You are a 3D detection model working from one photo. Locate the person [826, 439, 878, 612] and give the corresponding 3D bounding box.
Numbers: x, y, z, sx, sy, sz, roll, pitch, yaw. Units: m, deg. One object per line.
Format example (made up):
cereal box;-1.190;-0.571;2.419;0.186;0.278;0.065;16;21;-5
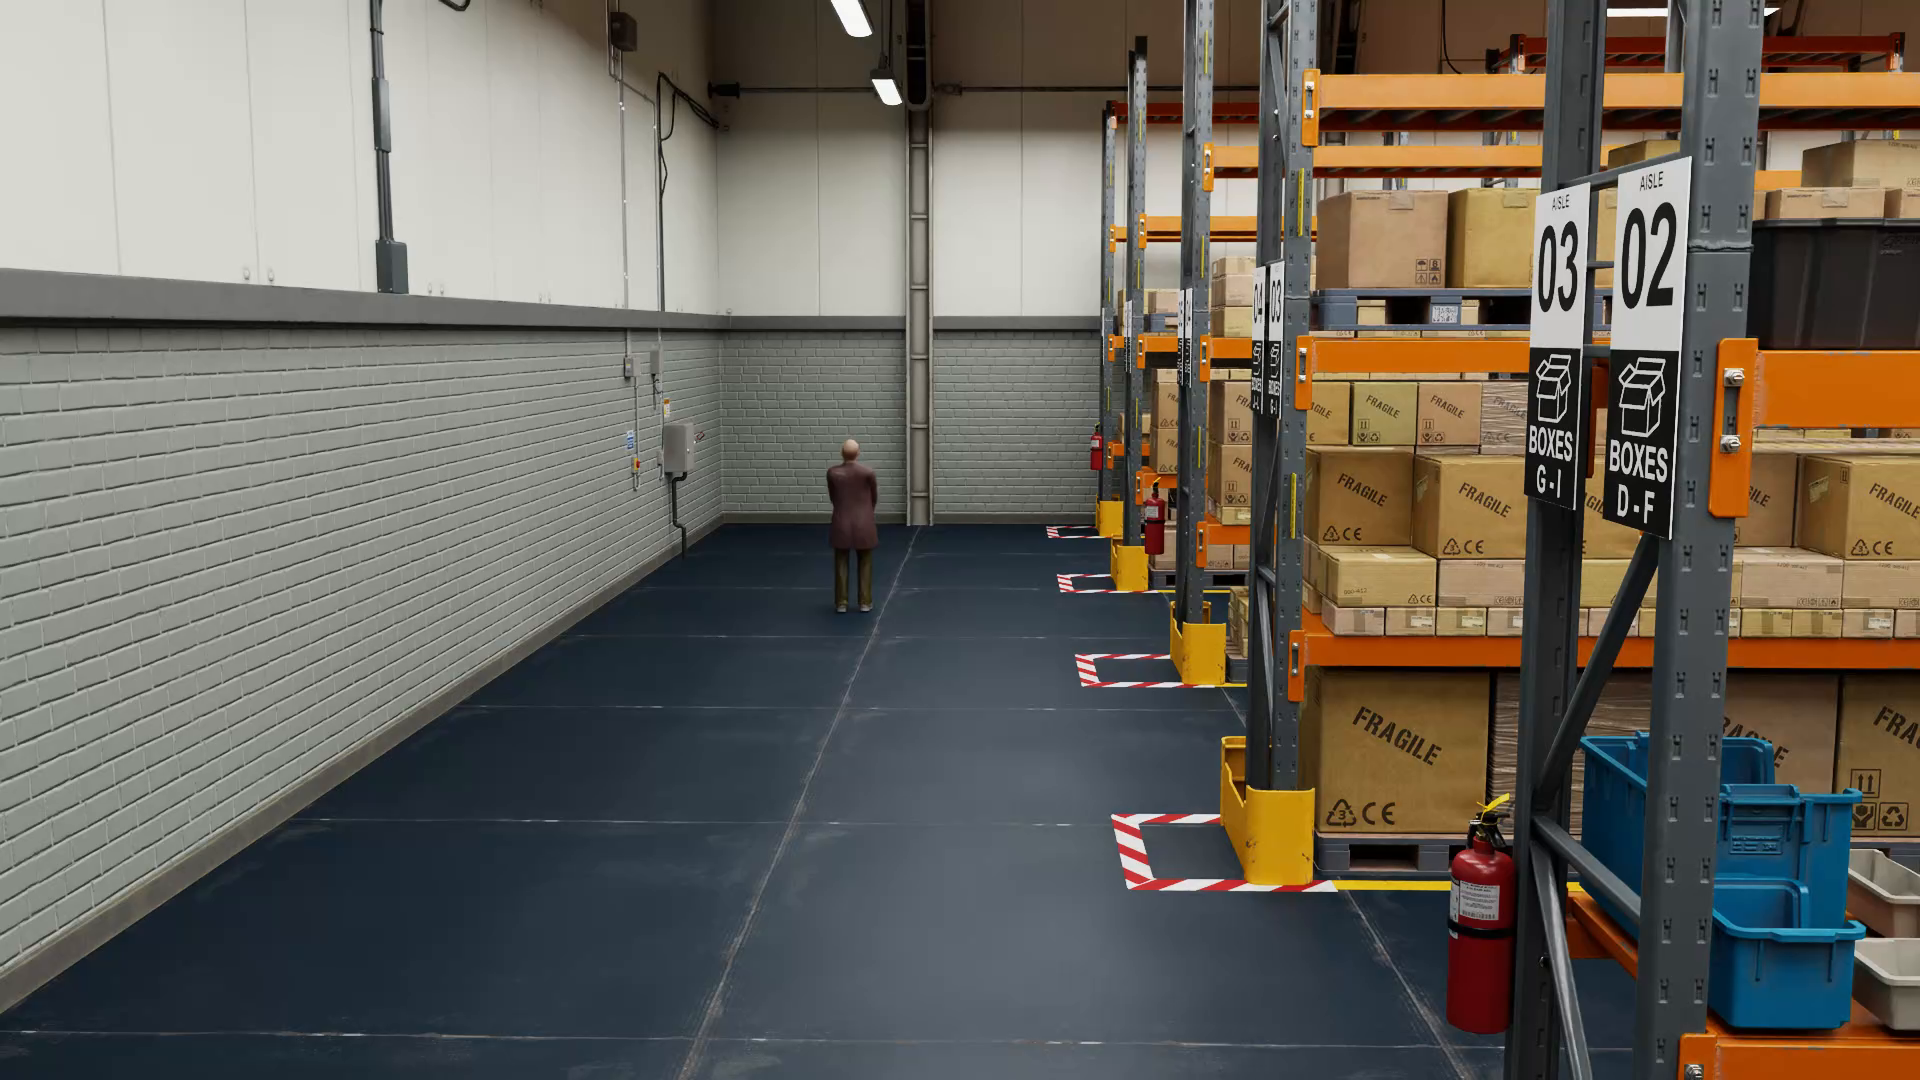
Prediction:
person;-1.097;-0.158;17.115;0.525;1.776;0.554;0;7;2
